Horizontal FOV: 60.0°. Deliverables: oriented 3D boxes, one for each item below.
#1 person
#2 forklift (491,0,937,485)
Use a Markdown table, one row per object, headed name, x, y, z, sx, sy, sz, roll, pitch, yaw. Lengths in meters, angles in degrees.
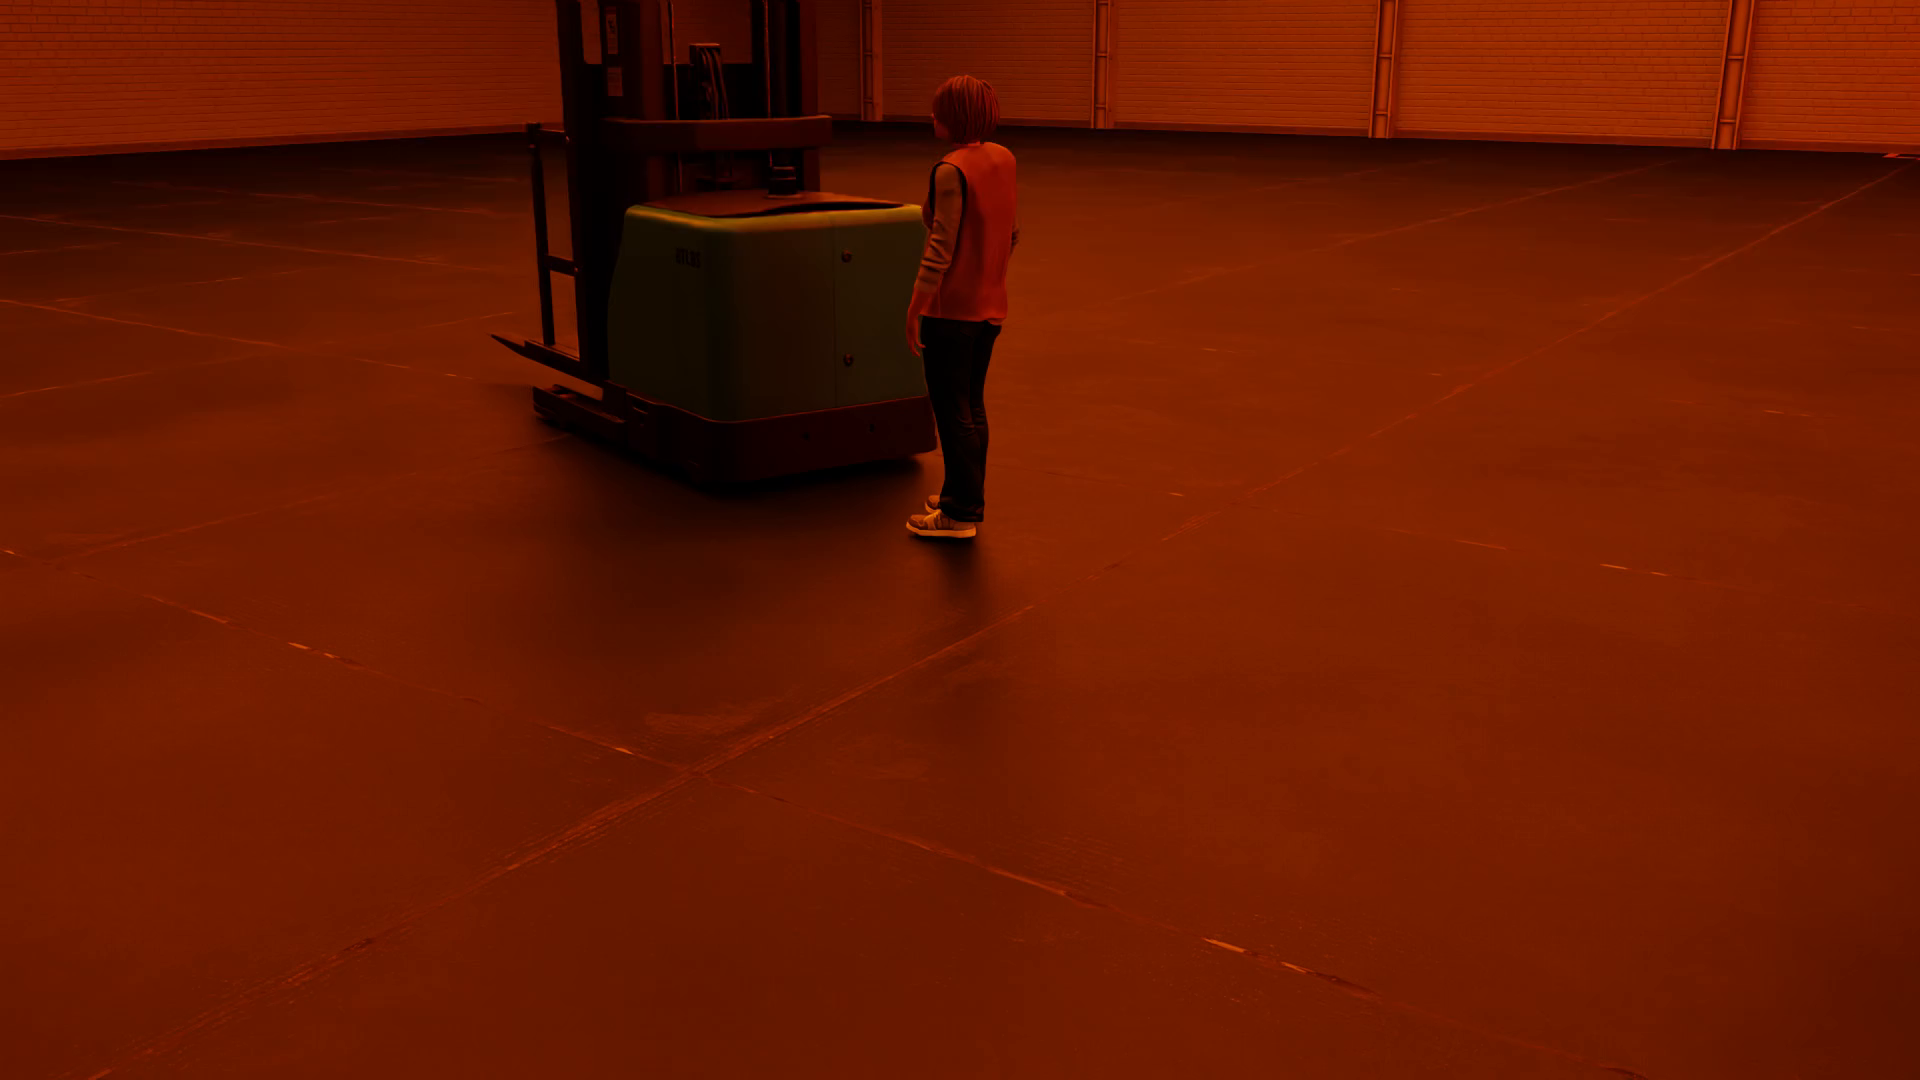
| name | x | y | z | sx | sy | sz | roll | pitch | yaw |
| --- | --- | --- | --- | --- | --- | --- | --- | --- | --- |
| person | 0.023 | -1.091 | 5.612 | 0.256 | 0.918 | 0.502 | 11 | 20 | 33 |
| forklift | -1.351 | -1.986 | 7.474 | 1.130 | 2.935 | 3.031 | -11 | 20 | -33 |
